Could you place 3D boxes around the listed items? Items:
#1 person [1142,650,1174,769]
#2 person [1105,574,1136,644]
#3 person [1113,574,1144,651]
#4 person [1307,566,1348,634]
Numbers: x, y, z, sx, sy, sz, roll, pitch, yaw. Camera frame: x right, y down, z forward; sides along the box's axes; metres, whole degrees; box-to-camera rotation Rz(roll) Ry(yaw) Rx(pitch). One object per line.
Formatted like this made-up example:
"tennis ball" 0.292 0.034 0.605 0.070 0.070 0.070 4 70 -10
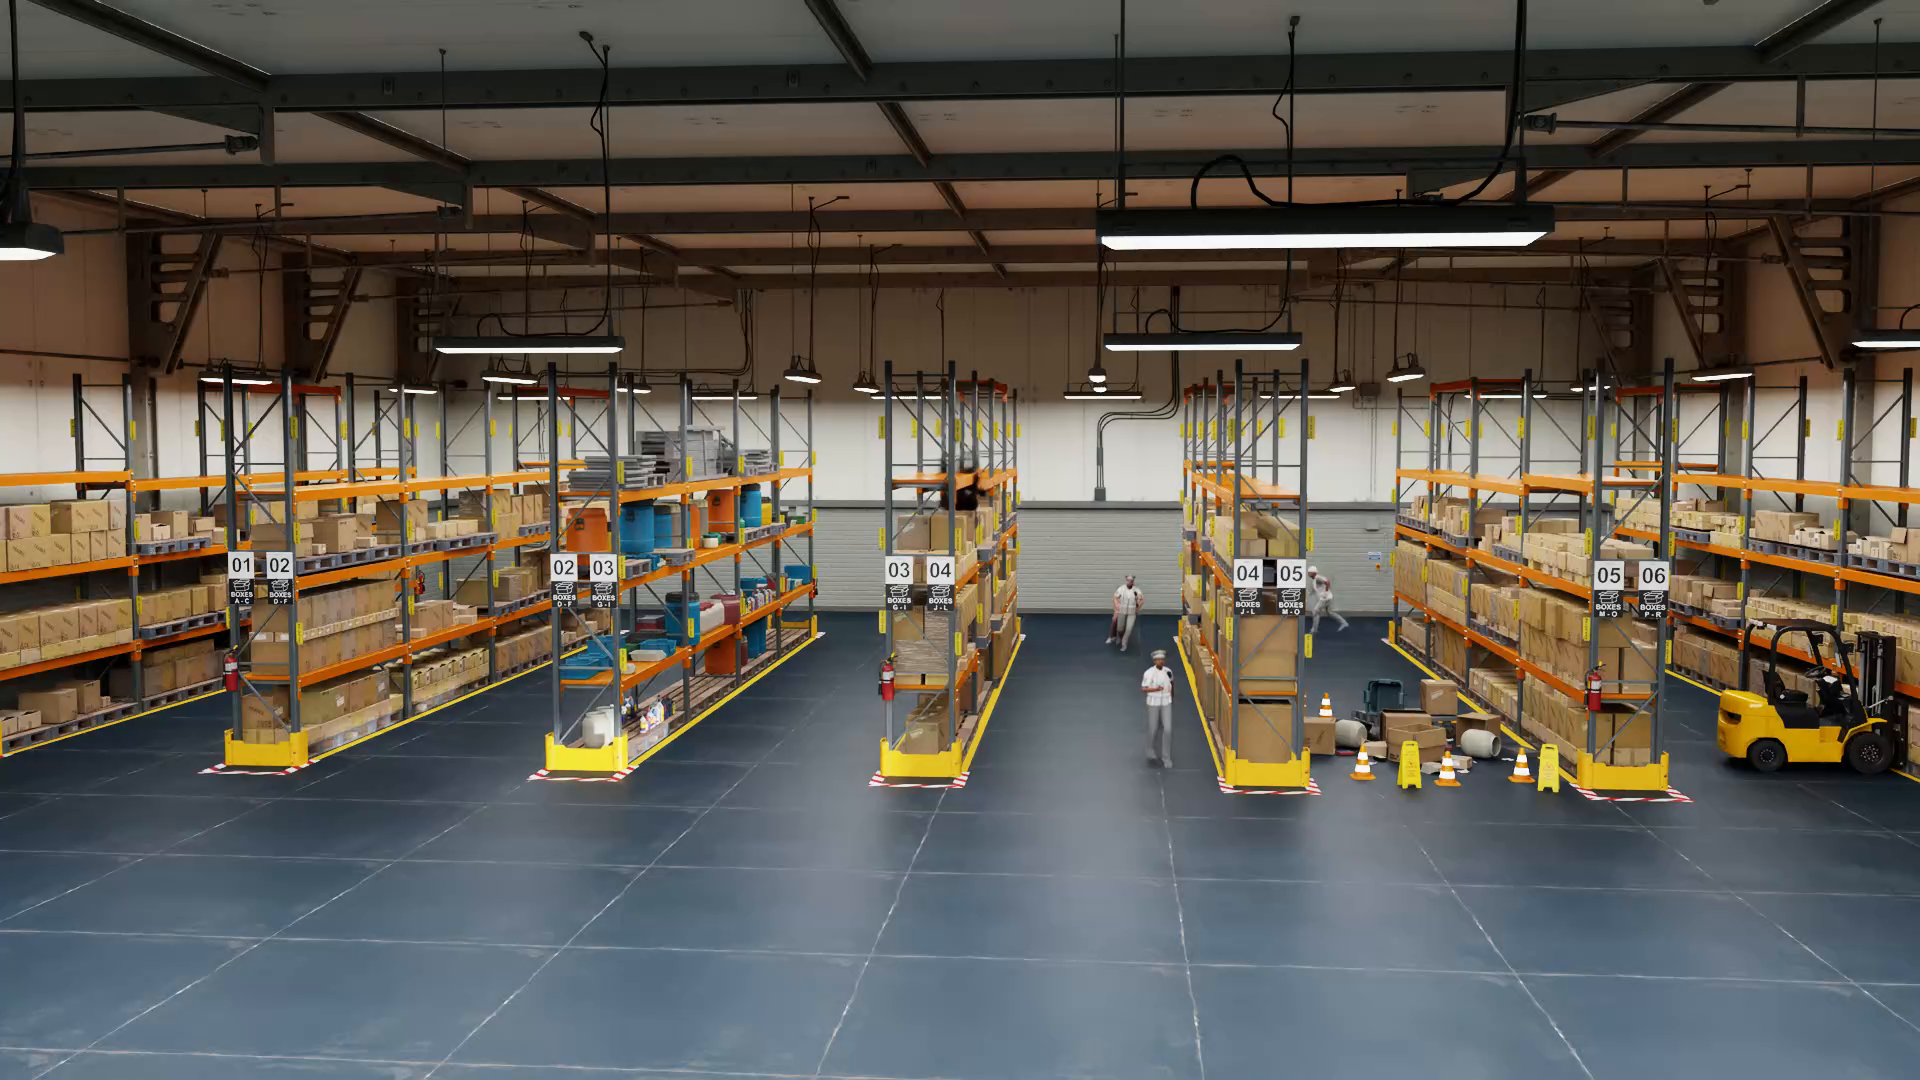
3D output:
"person" 2.986 2.504 24.945 0.566 1.741 0.772 -1 4 -9
"person" 3.871 1.606 39.025 0.664 1.642 0.767 3 5 34
"person" 3.862 1.649 38.076 0.700 1.740 0.645 0 4 7
"person" 8.972 1.502 40.598 1.048 1.740 0.724 0 4 1
